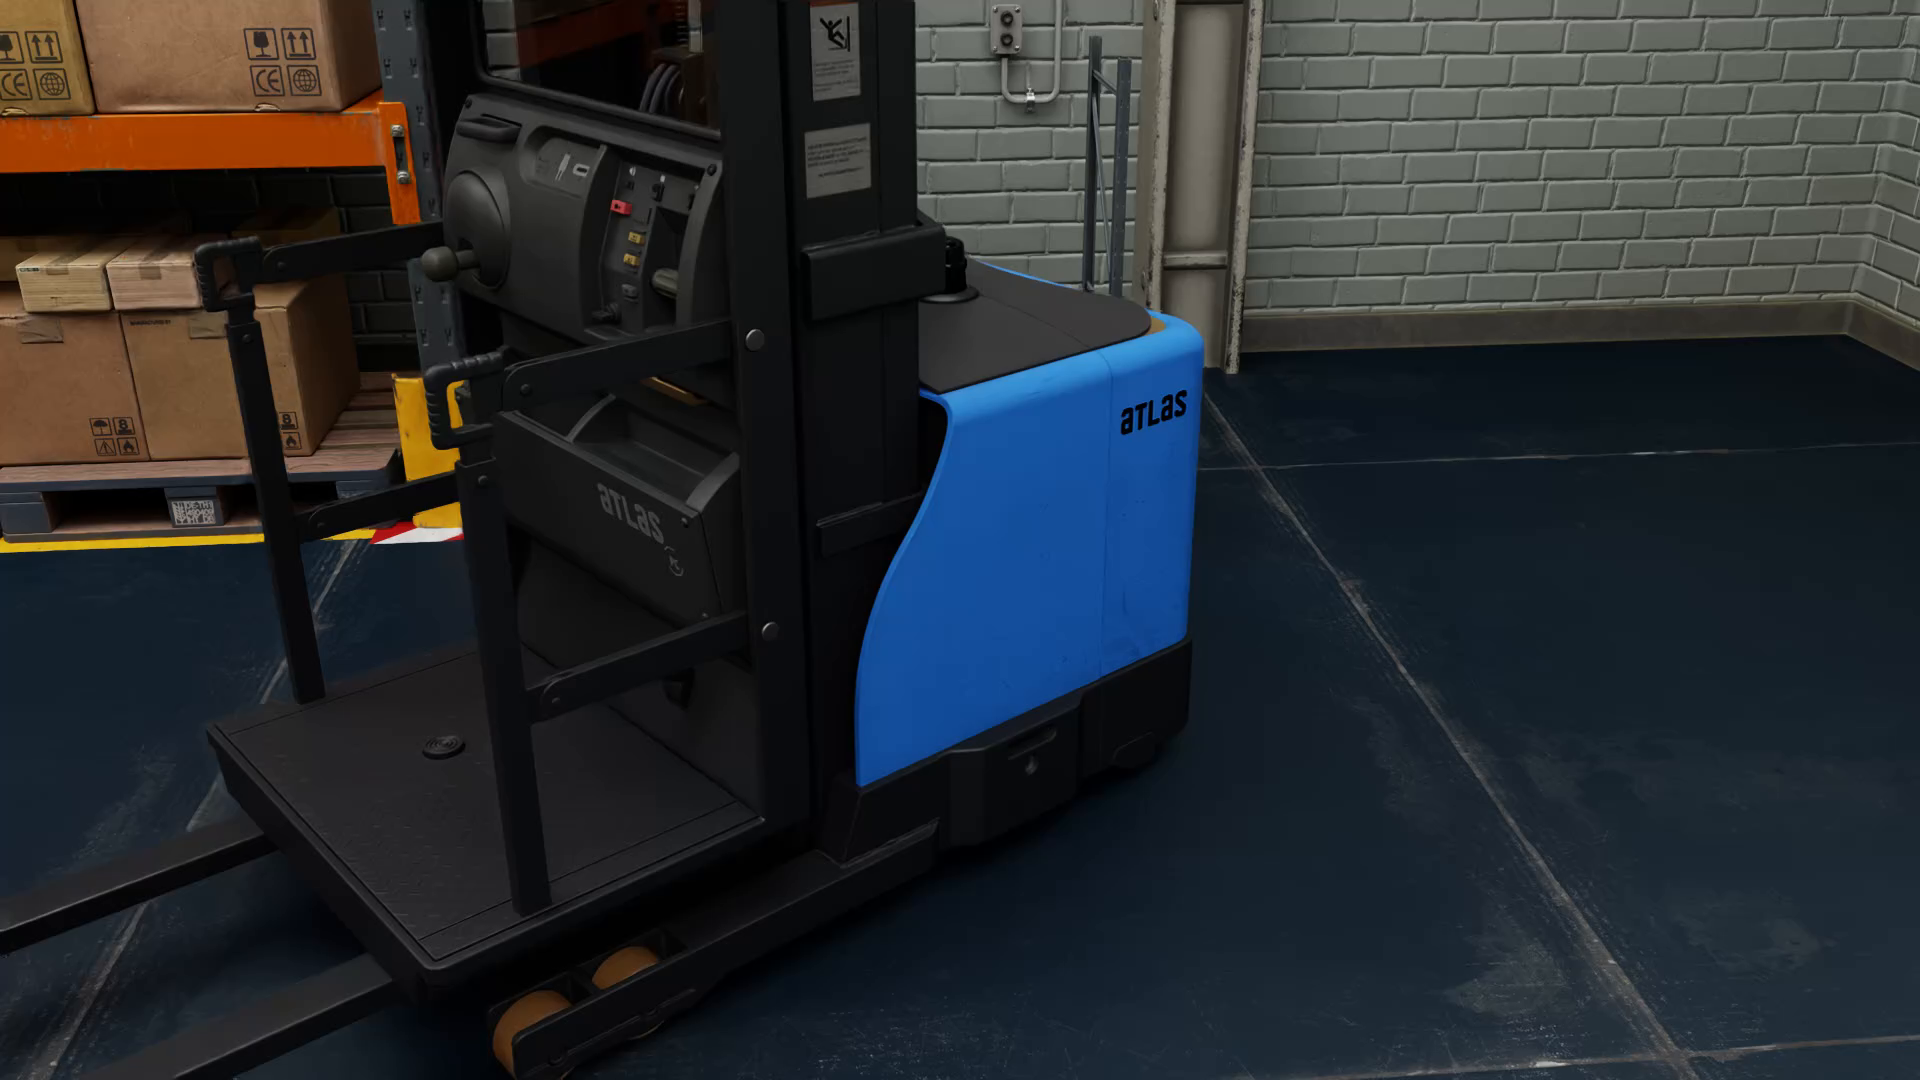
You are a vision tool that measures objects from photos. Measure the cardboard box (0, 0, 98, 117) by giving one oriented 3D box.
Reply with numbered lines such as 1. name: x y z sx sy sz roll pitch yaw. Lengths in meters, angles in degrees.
1. cardboard box: -2.905 -1.726 5.071 0.700 0.700 0.980 -2 24 -6

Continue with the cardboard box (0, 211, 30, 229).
1. cardboard box: -3.264 -0.969 5.500 0.250 0.149 0.380 -2 24 -4

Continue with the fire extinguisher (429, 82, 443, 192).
1. fire extinguisher: -1.480 -1.260 4.947 0.183 0.674 0.296 -2 24 -5

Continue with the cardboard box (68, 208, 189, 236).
1. cardboard box: -2.762 -0.990 5.545 0.250 0.149 0.380 -2 24 -5

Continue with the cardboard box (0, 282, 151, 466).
1. cardboard box: -2.860 -0.608 5.485 0.500 0.500 0.700 -2 24 -5

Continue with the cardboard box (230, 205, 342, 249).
1. cardboard box: -2.257 -1.010 5.592 0.250 0.149 0.380 -2 24 -5

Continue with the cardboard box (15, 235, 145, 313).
1. cardboard box: -2.726 -0.835 5.198 0.250 0.149 0.380 -2 24 -4

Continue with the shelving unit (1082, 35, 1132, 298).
1. shelving unit: -0.085 -0.682 4.938 1.048 1.500 0.538 -2 24 -5

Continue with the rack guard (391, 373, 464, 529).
1. rack guard: -1.652 -0.505 5.772 0.348 0.500 1.175 -2 24 -5

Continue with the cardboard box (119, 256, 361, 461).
1. cardboard box: -2.362 -0.628 5.530 0.500 0.500 0.700 -2 24 -5

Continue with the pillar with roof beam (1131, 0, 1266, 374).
1. pillar with roof beam: 1.350 -3.105 1.158 0.400 9.000 9.100 -2 24 -5

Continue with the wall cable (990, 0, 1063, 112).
1. wall cable: -0.494 -2.544 6.031 1.851 1.984 0.084 -2 24 -5

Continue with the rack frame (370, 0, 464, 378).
1. rack frame: -1.675 -1.647 5.262 0.127 3.000 1.000 -2 24 -5

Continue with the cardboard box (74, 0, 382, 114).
1. cardboard box: -2.182 -1.759 5.146 0.700 0.700 0.980 -1 24 -3

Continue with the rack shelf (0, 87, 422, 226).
1. rack shelf: -3.666 -1.238 5.228 4.000 0.370 1.077 -2 24 -5

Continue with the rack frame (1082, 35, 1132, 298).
1. rack frame: 0.421 -0.702 4.983 0.032 1.500 0.500 -2 24 -5

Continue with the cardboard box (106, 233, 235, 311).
1. cardboard box: -2.472 -0.846 5.221 0.250 0.149 0.380 -3 24 -6

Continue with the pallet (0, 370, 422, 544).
1. pallet: -2.463 -0.309 5.685 1.213 0.211 1.003 -2 24 -5

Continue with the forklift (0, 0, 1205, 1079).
1. forklift: -0.878 -0.588 2.965 3.031 2.935 1.130 -20 31 -37

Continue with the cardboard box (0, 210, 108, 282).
1. cardboard box: -3.011 -0.980 5.523 0.250 0.149 0.380 -2 24 -5

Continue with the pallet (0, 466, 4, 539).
1. pallet: -3.675 -0.262 5.579 1.213 0.211 1.003 -2 24 -5
